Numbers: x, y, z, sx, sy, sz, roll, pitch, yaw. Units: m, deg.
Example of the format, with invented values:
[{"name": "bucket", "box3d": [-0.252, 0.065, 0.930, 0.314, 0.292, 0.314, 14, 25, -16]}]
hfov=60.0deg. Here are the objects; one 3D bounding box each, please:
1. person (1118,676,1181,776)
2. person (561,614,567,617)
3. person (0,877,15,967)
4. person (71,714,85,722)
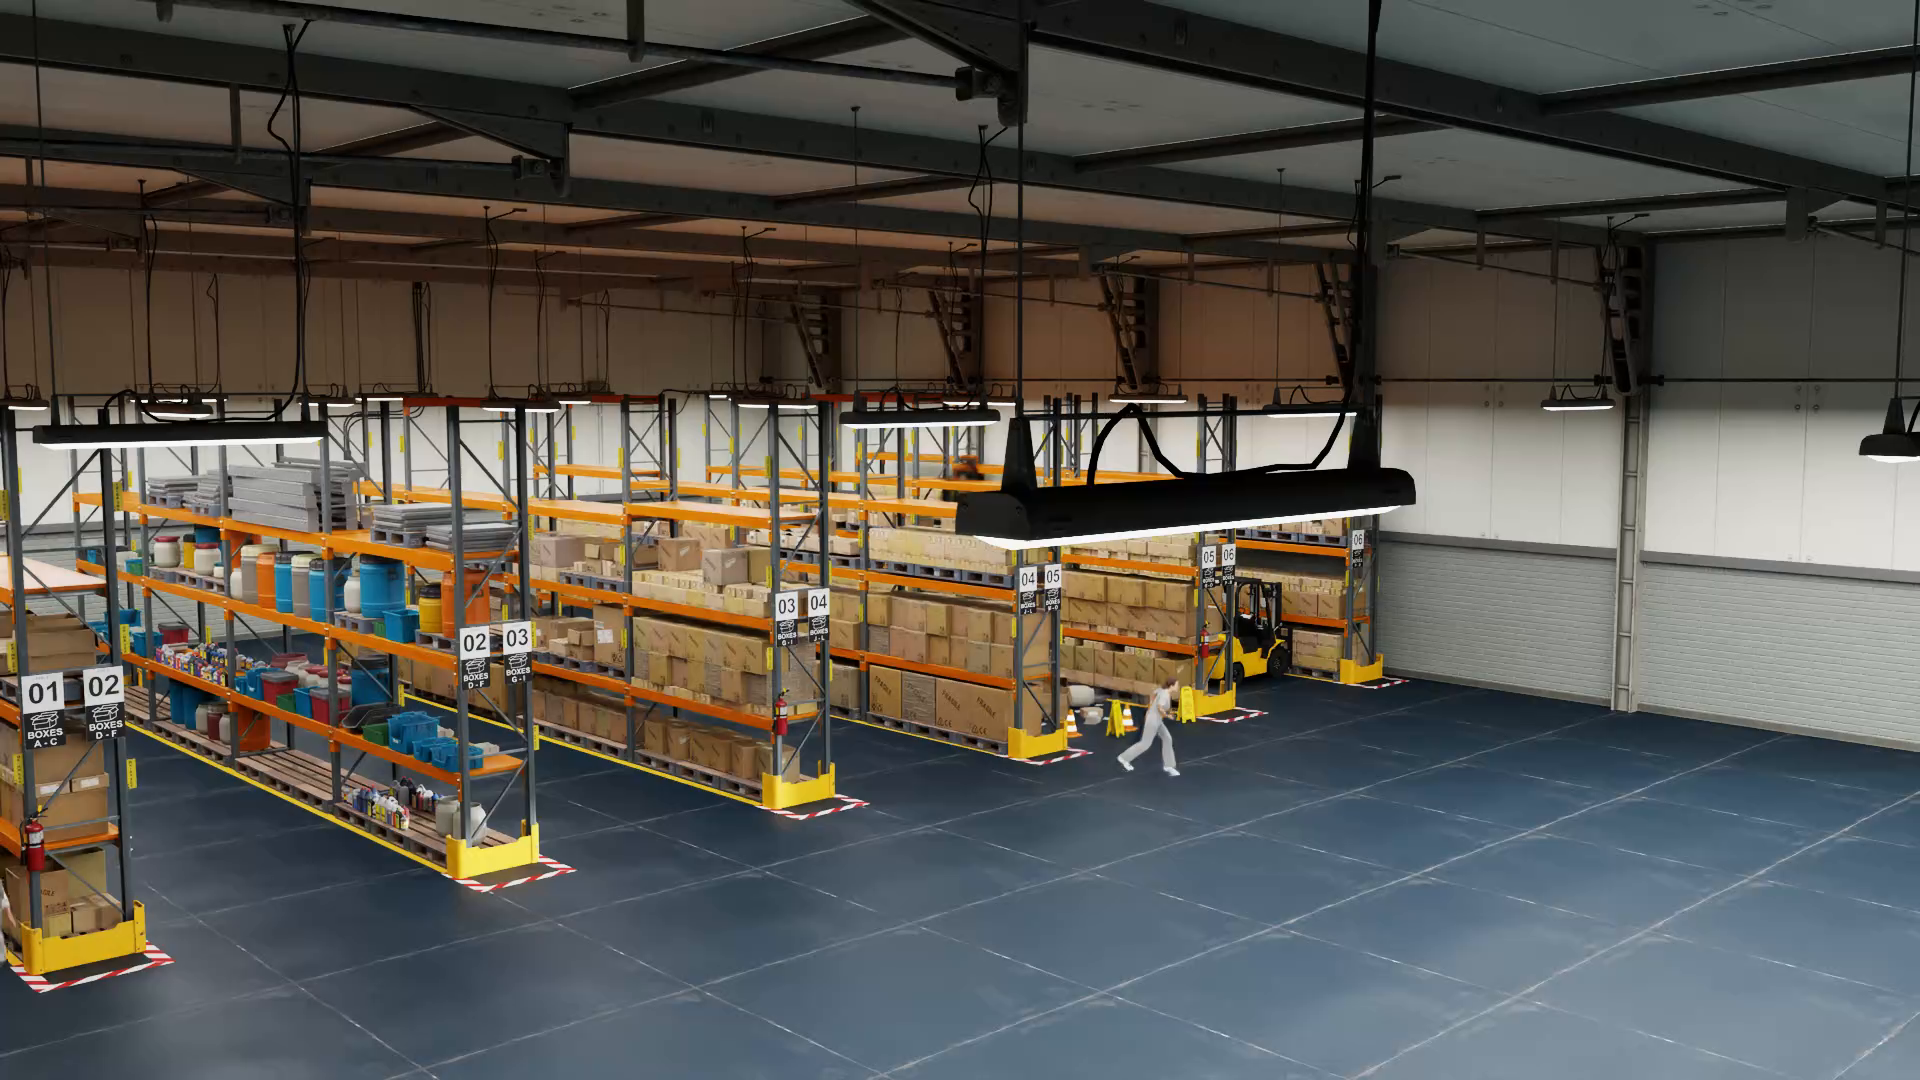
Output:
[{"name": "person", "box3d": [3.036, 2.981, 26.636, 1.008, 1.625, 0.601, 0, 6, 1]}, {"name": "person", "box3d": [-7.938, 2.294, 33.327, 0.624, 1.638, 0.514, -5, 7, -40]}, {"name": "person", "box3d": [-9.885, 3.944, 16.845, 0.488, 1.557, 0.608, 2, 6, 23]}, {"name": "person", "box3d": [-14.542, 2.858, 27.246, 0.781, 1.750, 0.549, 5, 7, 40]}]
